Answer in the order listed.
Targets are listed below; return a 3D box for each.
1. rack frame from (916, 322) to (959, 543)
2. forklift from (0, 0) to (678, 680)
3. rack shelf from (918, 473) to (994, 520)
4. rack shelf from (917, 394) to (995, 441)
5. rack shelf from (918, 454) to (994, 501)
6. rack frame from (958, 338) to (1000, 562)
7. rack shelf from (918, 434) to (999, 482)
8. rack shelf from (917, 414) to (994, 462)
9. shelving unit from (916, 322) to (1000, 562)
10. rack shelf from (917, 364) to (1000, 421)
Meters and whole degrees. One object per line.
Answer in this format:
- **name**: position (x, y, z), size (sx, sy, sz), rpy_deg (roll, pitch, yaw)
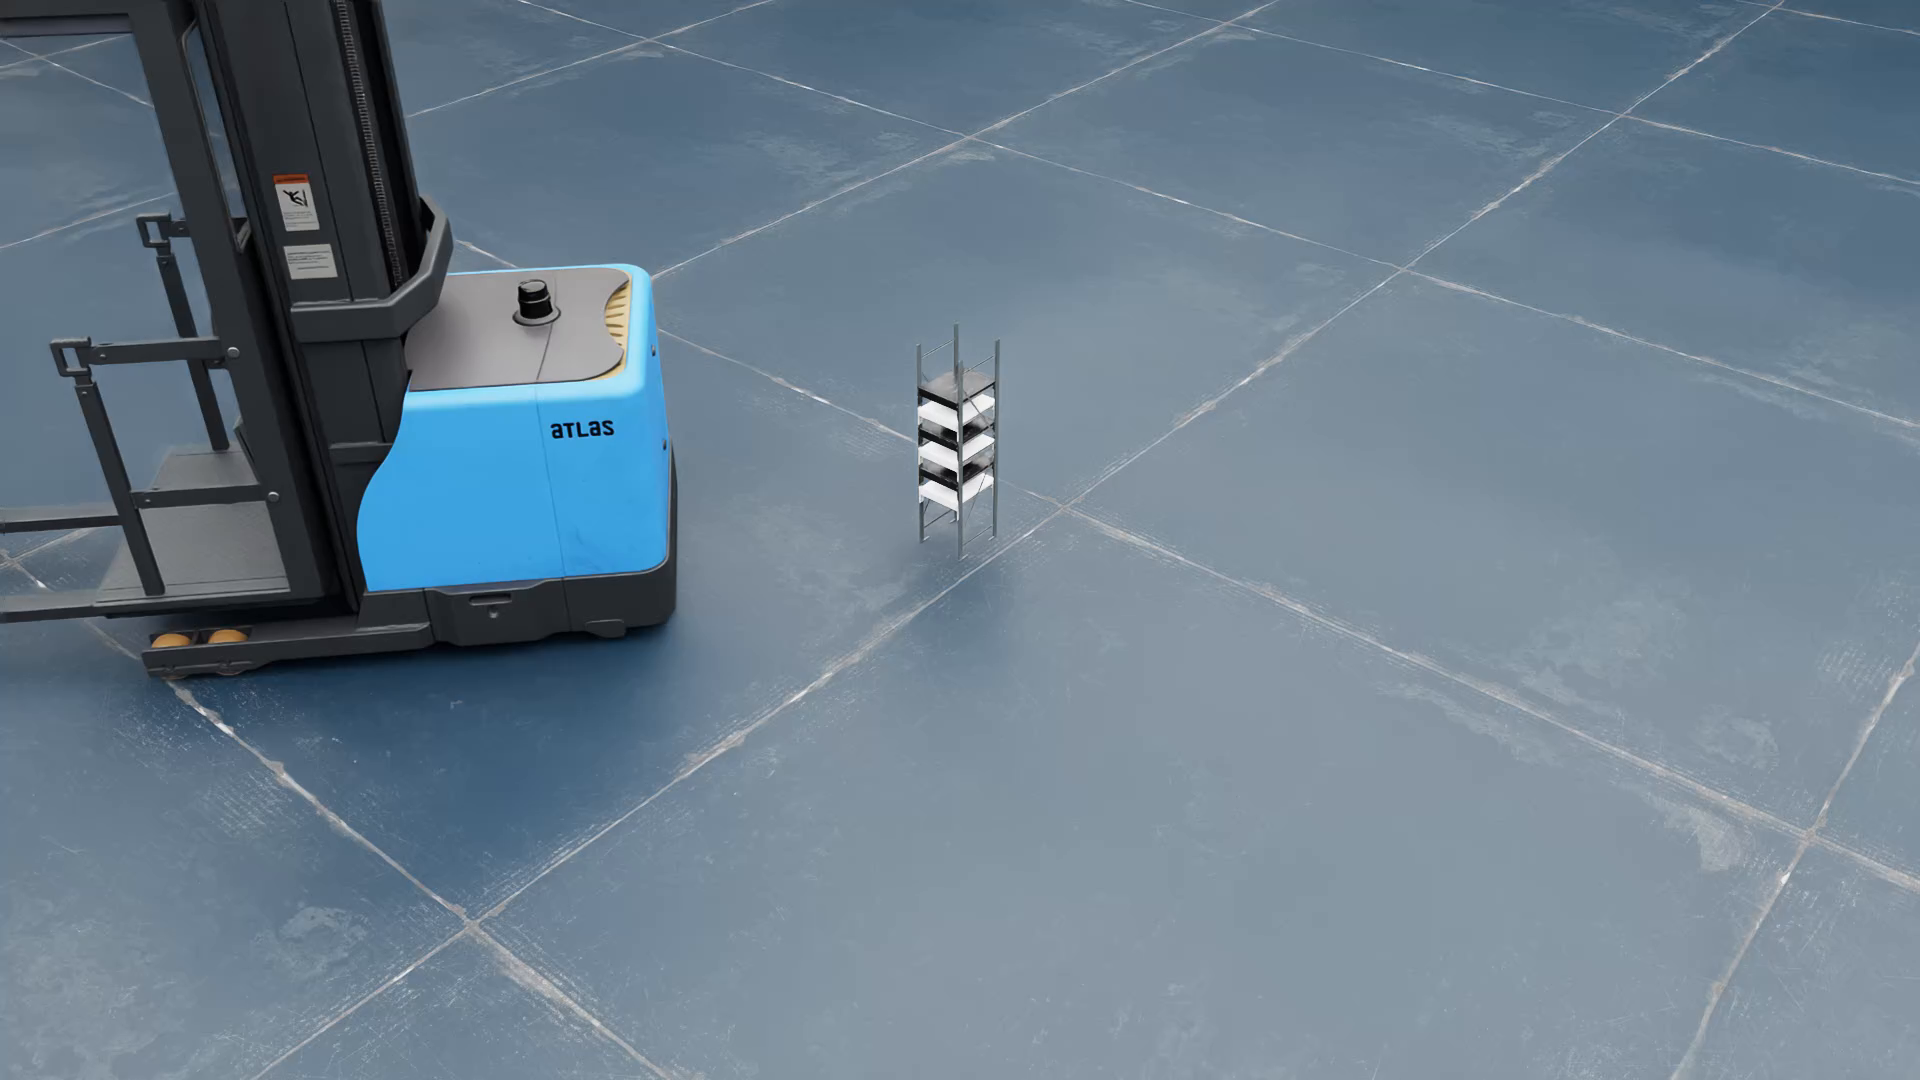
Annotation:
- **rack frame**: position (-0.084, -0.411, 6.553), size (0.006, 0.900, 0.240), rpy_deg (25, 42, 32)
- **forklift**: position (-2.627, -1.022, 5.649), size (3.031, 2.935, 1.130), rpy_deg (-4, 35, -6)
- **rack shelf**: position (-0.006, -0.198, 6.620), size (0.200, 0.077, 0.258), rpy_deg (25, 42, 32)
- **rack shelf**: position (-0.006, -0.495, 6.417), size (0.200, 0.077, 0.258), rpy_deg (25, 42, 32)
- **rack shelf**: position (-0.006, -0.272, 6.569), size (0.200, 0.077, 0.258), rpy_deg (25, 42, 32)
- **rack frame**: position (0.072, -0.337, 6.446), size (0.006, 0.900, 0.240), rpy_deg (25, 42, 32)
- **rack shelf**: position (-0.006, -0.346, 6.518), size (0.200, 0.077, 0.258), rpy_deg (25, 42, 32)
- **rack shelf**: position (-0.006, -0.421, 6.467), size (0.200, 0.077, 0.258), rpy_deg (25, 42, 32)
- **shelving unit**: position (-0.006, -0.374, 6.500), size (0.210, 0.900, 0.258), rpy_deg (25, 42, 32)
- **rack shelf**: position (-0.006, -0.569, 6.366), size (0.200, 0.077, 0.258), rpy_deg (25, 42, 32)
